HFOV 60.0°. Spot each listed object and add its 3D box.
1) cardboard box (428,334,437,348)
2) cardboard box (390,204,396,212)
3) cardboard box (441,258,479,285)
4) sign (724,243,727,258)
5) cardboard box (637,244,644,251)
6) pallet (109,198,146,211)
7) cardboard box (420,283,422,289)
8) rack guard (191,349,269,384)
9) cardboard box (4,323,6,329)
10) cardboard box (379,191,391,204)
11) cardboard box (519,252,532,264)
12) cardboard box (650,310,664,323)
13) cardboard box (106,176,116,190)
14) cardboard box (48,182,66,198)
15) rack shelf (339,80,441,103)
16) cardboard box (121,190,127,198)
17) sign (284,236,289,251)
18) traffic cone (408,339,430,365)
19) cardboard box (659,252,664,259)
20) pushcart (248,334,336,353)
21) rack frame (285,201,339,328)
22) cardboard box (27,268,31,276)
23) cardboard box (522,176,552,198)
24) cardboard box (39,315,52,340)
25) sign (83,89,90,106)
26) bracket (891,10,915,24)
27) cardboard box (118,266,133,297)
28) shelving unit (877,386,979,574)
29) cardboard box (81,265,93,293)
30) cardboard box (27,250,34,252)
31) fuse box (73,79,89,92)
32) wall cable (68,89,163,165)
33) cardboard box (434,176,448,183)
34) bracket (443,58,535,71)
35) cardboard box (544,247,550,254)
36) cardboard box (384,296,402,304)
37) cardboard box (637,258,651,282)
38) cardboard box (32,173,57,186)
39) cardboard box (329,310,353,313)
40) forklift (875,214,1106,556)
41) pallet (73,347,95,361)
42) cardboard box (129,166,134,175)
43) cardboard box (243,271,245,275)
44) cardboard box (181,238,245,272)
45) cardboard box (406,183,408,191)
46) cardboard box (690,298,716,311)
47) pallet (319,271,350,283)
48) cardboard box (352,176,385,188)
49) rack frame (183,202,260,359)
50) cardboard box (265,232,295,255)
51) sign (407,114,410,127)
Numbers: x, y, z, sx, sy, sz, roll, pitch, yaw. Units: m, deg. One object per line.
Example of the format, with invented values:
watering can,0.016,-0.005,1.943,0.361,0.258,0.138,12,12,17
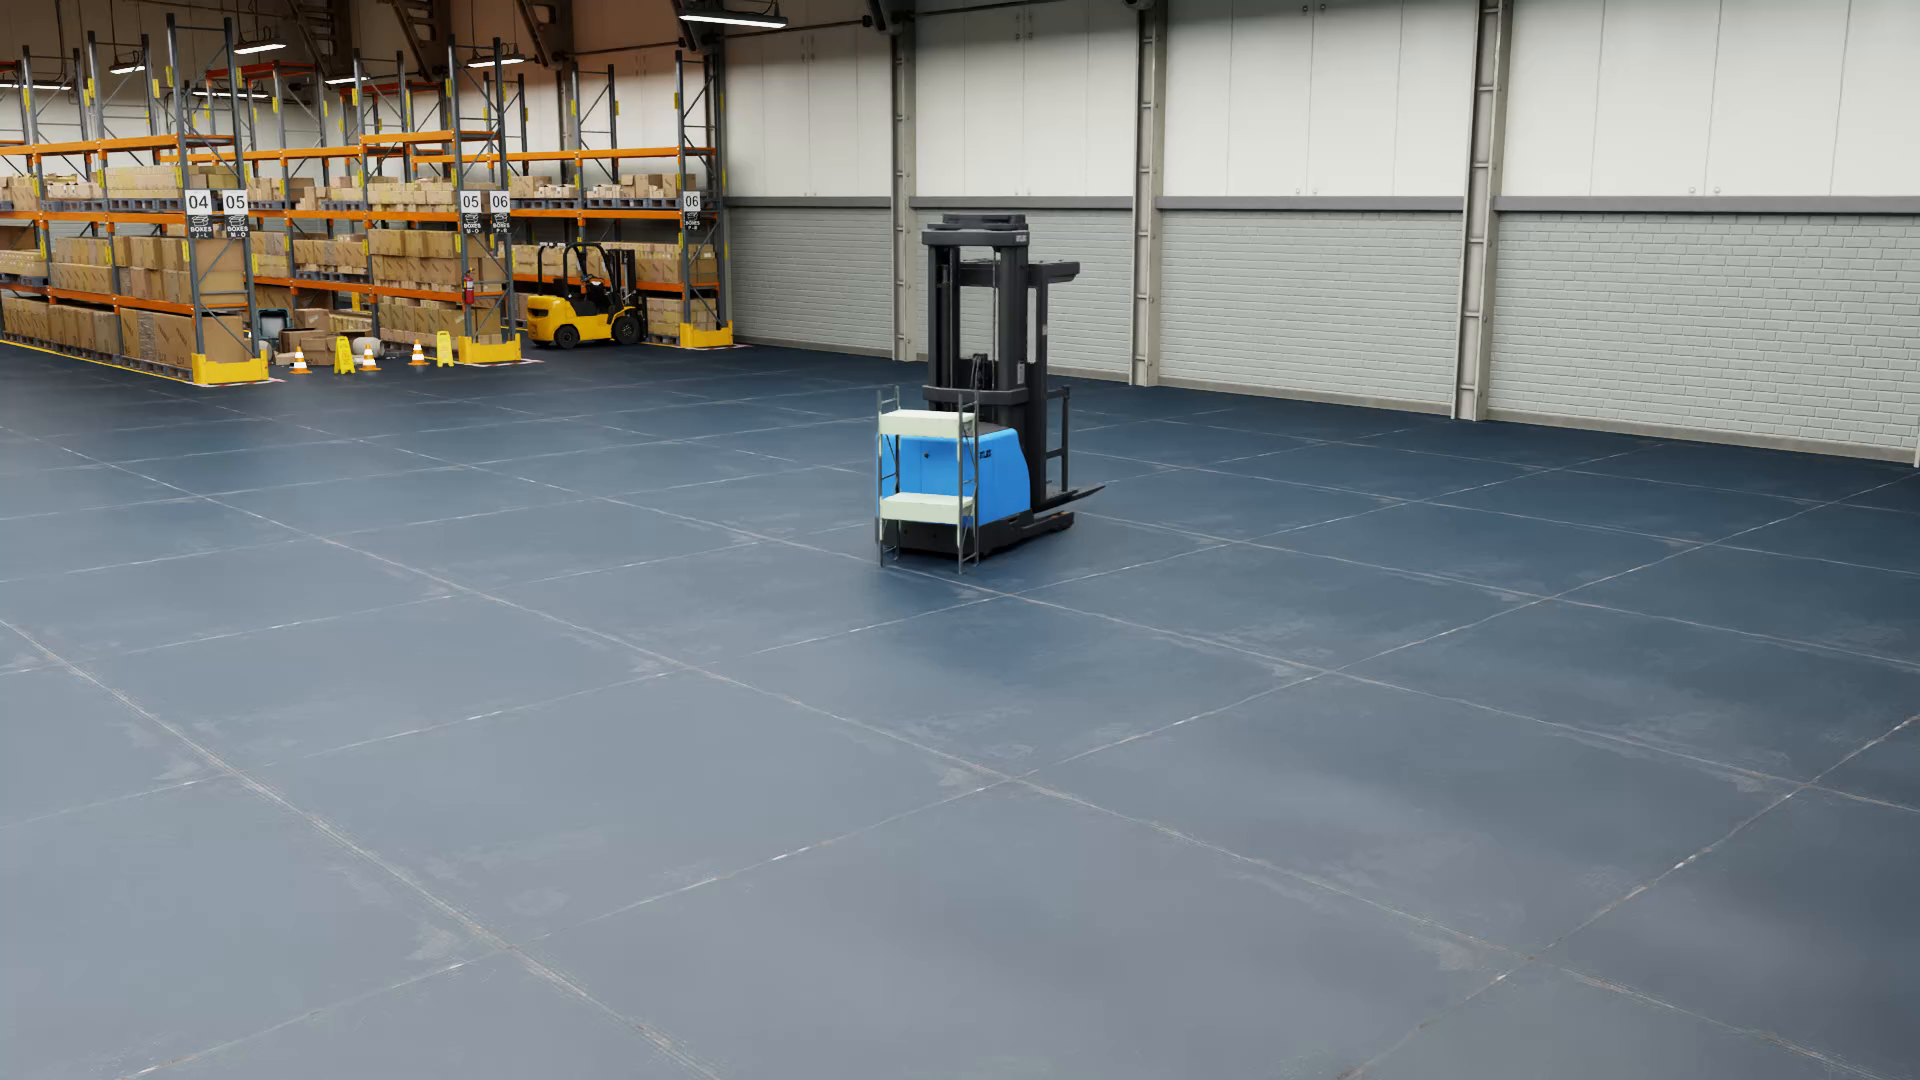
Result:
cardboard box,-10.071,-3.914,32.587,0.500,0.250,0.500,-11,16,-42
cardboard box,-11.155,-6.639,33.230,0.380,0.149,0.250,-10,15,-41
cardboard box,-9.541,-5.133,31.747,0.500,0.500,0.500,-11,16,-44
sign,-4.974,-6.129,35.224,0.100,0.325,0.005,-11,16,-43
cardboard box,-6.733,-6.297,35.791,0.380,0.149,0.250,-10,16,-41
pallet,-14.682,-6.082,30.122,1.003,0.211,1.213,-11,16,-43
cardboard box,-10.421,-5.025,32.830,0.380,0.149,0.250,-11,16,-43
rack guard,-12.460,-2.965,28.404,1.175,0.500,0.348,-11,16,-43
cardboard box,-21.281,-4.764,36.962,0.380,0.149,0.250,-11,16,-42
cardboard box,-11.260,-6.846,33.249,0.500,0.250,0.500,-11,16,-43
cardboard box,-10.081,-6.678,39.362,0.500,0.250,0.500,11,16,44
cardboard box,-6.280,-4.796,35.629,0.500,0.250,0.500,-11,16,-43
cardboard box,-15.104,-6.463,30.097,0.500,0.250,0.500,-11,16,-42
cardboard box,-17.661,-6.905,32.828,0.500,0.311,0.500,-11,16,-42
rack shelf,-15.047,-11.847,43.998,1.077,0.370,4.000,-11,16,-43
cardboard box,-14.709,-6.166,29.647,0.380,0.149,0.250,-11,16,-43
sign,-14.890,-6.554,36.761,0.100,0.325,0.005,-11,16,-43
traffic cone,-10.196,-3.538,31.277,0.336,0.463,0.334,-11,16,-43
cardboard box,-6.154,-6.048,35.315,0.380,0.149,0.250,-11,16,-42
pushcart,-13.343,-3.872,33.109,0.936,0.377,1.648,6,13,26
rack frame,-14.491,-6.065,37.256,1.000,3.000,0.127,-11,16,-43
cardboard box,-18.845,-5.488,34.035,0.380,0.149,0.250,-11,16,-43
cardboard box,-9.877,-8.242,38.851,0.500,0.500,0.500,-10,16,-41
cardboard box,-18.645,-4.402,34.335,0.500,0.500,0.500,-11,16,-43
sign,-17.603,-8.912,33.498,0.100,0.325,0.005,-11,16,-43
bracket,-1.035,-9.533,30.299,0.235,0.232,0.430,-11,16,-43
cardboard box,-14.976,-4.798,30.734,0.875,0.550,0.550,-11,16,-43
shelving unit,-0.266,-0.513,14.021,0.755,1.500,0.431,5,13,21
cardboard box,-16.491,-5.012,31.897,0.500,0.500,0.500,-11,16,-42
cardboard box,-19.982,-6.210,36.066,0.250,0.149,0.380,11,16,43
fuse box,-24.091,-12.519,45.783,0.513,0.334,0.176,-11,16,-43
wall cable,-23.602,-11.066,46.663,2.355,3.000,0.029,-11,16,-43
cardboard box,-13.405,-9.255,42.877,0.396,0.266,0.258,-11,16,-43
bracket,-11.674,-11.781,41.212,0.076,0.066,4.783,-11,16,-43
cardboard box,-9.442,-6.742,38.684,0.380,0.149,0.250,-11,16,-42
cardboard box,-11.474,-4.875,33.786,0.380,0.149,0.250,-11,16,-42
cardboard box,-6.615,-5.826,35.846,0.500,0.500,0.500,-11,16,-44
cardboard box,-18.469,-7.277,33.557,0.396,0.266,0.258,-11,16,-43
cardboard box,-14.108,-4.900,37.071,0.625,0.372,0.950,10,16,41
forklift,0.426,-1.546,15.489,1.130,2.935,3.031,7,13,30
pallet,-16.673,-3.691,32.644,1.003,0.211,1.213,-11,16,-43
cardboard box,-14.354,-6.482,29.204,0.380,0.149,0.250,-11,16,-43
cardboard box,-16.440,-6.322,38.875,0.500,0.250,0.500,-11,16,-43
cardboard box,-12.705,-4.855,28.334,0.875,0.550,0.550,-11,16,-43
cardboard box,-10.614,-6.911,32.575,0.380,0.149,0.250,-10,16,-41
cardboard box,-5.574,-5.035,35.551,0.500,0.250,0.500,-11,16,-43
pallet,-13.094,-5.688,35.900,1.003,0.211,1.213,-11,16,-43
cardboard box,-12.221,-7.395,34.366,0.500,0.250,0.500,-10,16,-41
rack frame,-12.477,-4.193,28.169,1.000,3.000,0.127,-11,16,-43
cardboard box,-15.398,-6.717,37.692,0.500,0.500,0.500,-11,16,-42
sign,-14.071,-10.703,42.388,0.100,0.325,0.005,-11,16,-43
